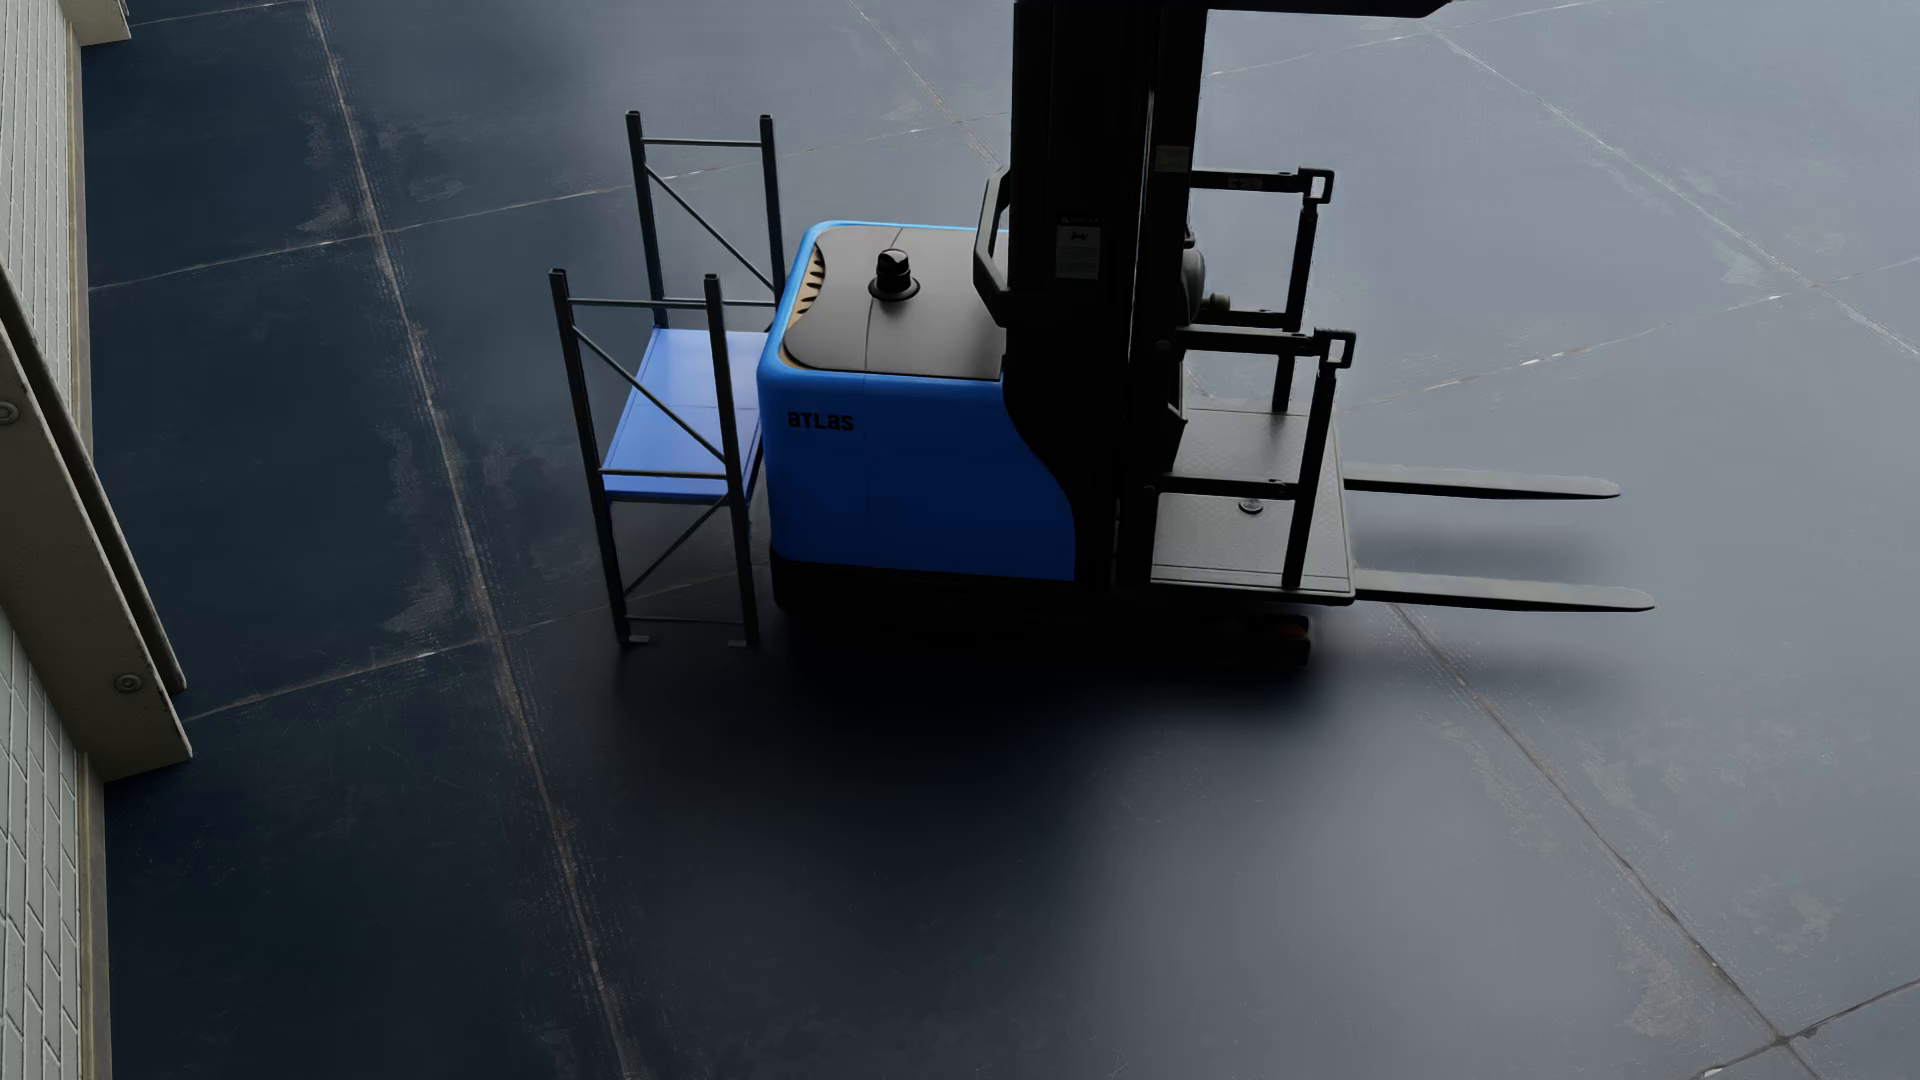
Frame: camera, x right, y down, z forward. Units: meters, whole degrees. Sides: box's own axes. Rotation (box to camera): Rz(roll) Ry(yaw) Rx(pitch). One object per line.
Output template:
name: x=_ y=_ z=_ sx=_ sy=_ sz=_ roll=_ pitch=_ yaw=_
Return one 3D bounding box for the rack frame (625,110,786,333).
rack frame: x=-0.882 y=-0.871 z=6.112 sx=0.500 sy=1.500 sz=0.032 roll=3 pitch=41 yaw=3

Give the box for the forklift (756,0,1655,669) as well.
forklift: x=0.890 y=-1.035 z=5.205 sx=3.031 sy=2.935 sz=1.130 roll=4 pitch=41 yaw=5

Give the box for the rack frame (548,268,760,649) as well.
rack frame: x=-0.952 y=-0.209 z=5.343 sx=0.500 sy=1.500 sz=0.032 roll=3 pitch=41 yaw=3

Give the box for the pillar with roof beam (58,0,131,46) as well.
pillar with roof beam: x=-1.040 y=-7.469 z=8.034 sx=9.100 sy=9.000 sz=0.400 roll=-15 pitch=43 yaw=-17

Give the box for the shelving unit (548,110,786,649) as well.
shelving unit: x=-0.917 y=-0.540 z=5.728 sx=0.538 sy=1.500 sz=1.048 roll=3 pitch=41 yaw=3

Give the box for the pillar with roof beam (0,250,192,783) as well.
pillar with roof beam: x=1.256 y=-3.855 z=3.831 sx=9.100 sy=9.000 sz=0.400 roll=-15 pitch=43 yaw=-17

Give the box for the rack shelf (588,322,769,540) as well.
rack shelf: x=-0.917 y=-0.404 z=5.845 sx=0.538 sy=0.185 sz=1.000 roll=3 pitch=41 yaw=3
